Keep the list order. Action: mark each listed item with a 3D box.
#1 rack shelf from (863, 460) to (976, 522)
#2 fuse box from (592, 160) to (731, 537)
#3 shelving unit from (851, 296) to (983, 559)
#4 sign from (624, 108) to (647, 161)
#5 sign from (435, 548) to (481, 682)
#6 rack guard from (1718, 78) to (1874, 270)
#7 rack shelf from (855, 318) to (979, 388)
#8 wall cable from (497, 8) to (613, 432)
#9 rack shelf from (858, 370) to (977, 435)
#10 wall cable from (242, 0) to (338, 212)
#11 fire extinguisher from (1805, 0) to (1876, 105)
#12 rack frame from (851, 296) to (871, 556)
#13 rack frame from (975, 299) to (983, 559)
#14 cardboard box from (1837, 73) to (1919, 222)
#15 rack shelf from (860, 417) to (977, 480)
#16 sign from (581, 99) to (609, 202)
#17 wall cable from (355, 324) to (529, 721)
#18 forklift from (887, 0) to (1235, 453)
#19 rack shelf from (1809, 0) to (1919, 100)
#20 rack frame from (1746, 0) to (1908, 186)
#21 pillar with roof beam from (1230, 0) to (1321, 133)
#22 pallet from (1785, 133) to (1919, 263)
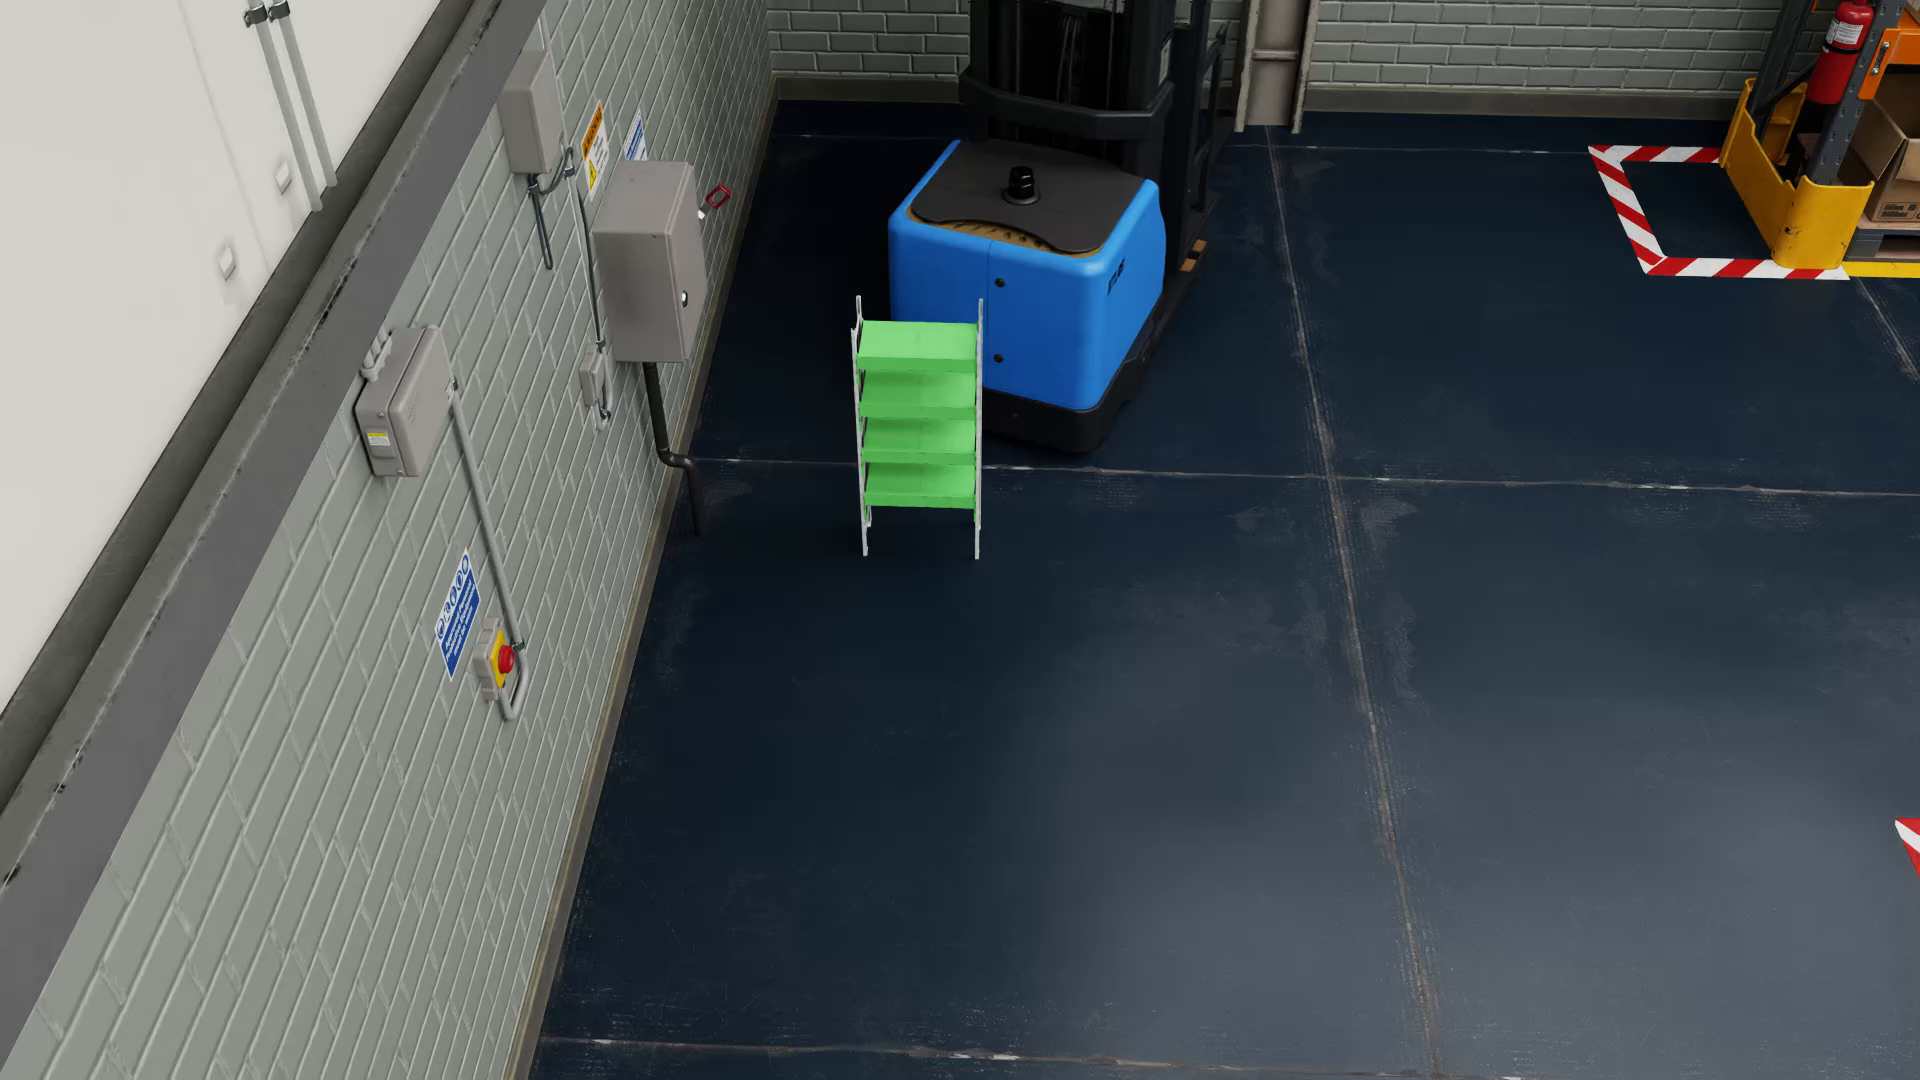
[{"bbox_3d":[-0.165,-0.222,7.139,0.480,0.148,0.258,2,43,2],"label":"rack shelf"},{"bbox_3d":[-1.117,-0.677,6.807,0.414,1.711,0.539,2,43,2],"label":"fuse box"},{"bbox_3d":[-0.165,-0.444,6.932,0.503,1.200,0.258,2,43,2],"label":"shelving unit"},{"bbox_3d":[-1.302,-1.456,6.768,0.001,0.494,0.329,2,43,2],"label":"sign"},{"bbox_3d":[-1.421,0.210,4.711,0.001,0.218,0.327,2,43,2],"label":"sign"},{"bbox_3d":[4.572,-2.028,9.146,0.348,0.500,1.175,2,43,2],"label":"rack guard"},{"bbox_3d":[-0.165,-0.749,6.648,0.480,0.148,0.258,2,43,2],"label":"rack shelf"},{"bbox_3d":[-1.305,-1.060,5.528,0.122,1.984,0.588,2,43,2],"label":"wall cable"},{"bbox_3d":[-0.165,-0.573,6.812,0.480,0.148,0.258,2,43,2],"label":"rack shelf"},{"bbox_3d":[-1.418,-1.743,2.605,0.029,3.000,0.463,2,43,2],"label":"wall cable"},{"bbox_3d":[4.329,-2.470,8.117,0.183,0.674,0.296,2,43,2],"label":"fire extinguisher"},{"bbox_3d":[-0.409,-0.452,6.940,0.015,1.200,0.240,2,43,2],"label":"rack frame"},{"bbox_3d":[0.078,-0.437,6.924,0.015,1.200,0.240,2,43,2],"label":"rack frame"},{"bbox_3d":[5.103,-2.102,8.915,0.637,0.503,0.797,0,43,0],"label":"cardboard box"},{"bbox_3d":[-0.165,-0.397,6.975,0.480,0.148,0.258,2,43,2],"label":"rack shelf"},{"bbox_3d":[-1.326,-1.419,6.052,0.001,0.242,0.339,2,43,2],"label":"sign"},{"bbox_3d":[-1.357,-0.106,4.480,0.123,1.953,0.585,2,43,2],"label":"wall cable"},{"bbox_3d":[0.698,-2.488,7.855,1.130,2.935,3.031,16,45,16],"label":"forklift"},{"bbox_3d":[6.494,-2.621,8.476,4.000,0.370,1.077,2,43,2],"label":"rack shelf"},{"bbox_3d":[4.497,-2.945,8.296,0.127,3.000,1.000,2,43,2],"label":"rack frame"},{"bbox_3d":[1.650,-2.905,3.852,0.400,9.000,9.100,2,43,2],"label":"pillar with roof beam"},{"bbox_3d":[5.369,-1.899,9.219,1.213,0.211,1.003,2,43,2],"label":"pallet"}]
